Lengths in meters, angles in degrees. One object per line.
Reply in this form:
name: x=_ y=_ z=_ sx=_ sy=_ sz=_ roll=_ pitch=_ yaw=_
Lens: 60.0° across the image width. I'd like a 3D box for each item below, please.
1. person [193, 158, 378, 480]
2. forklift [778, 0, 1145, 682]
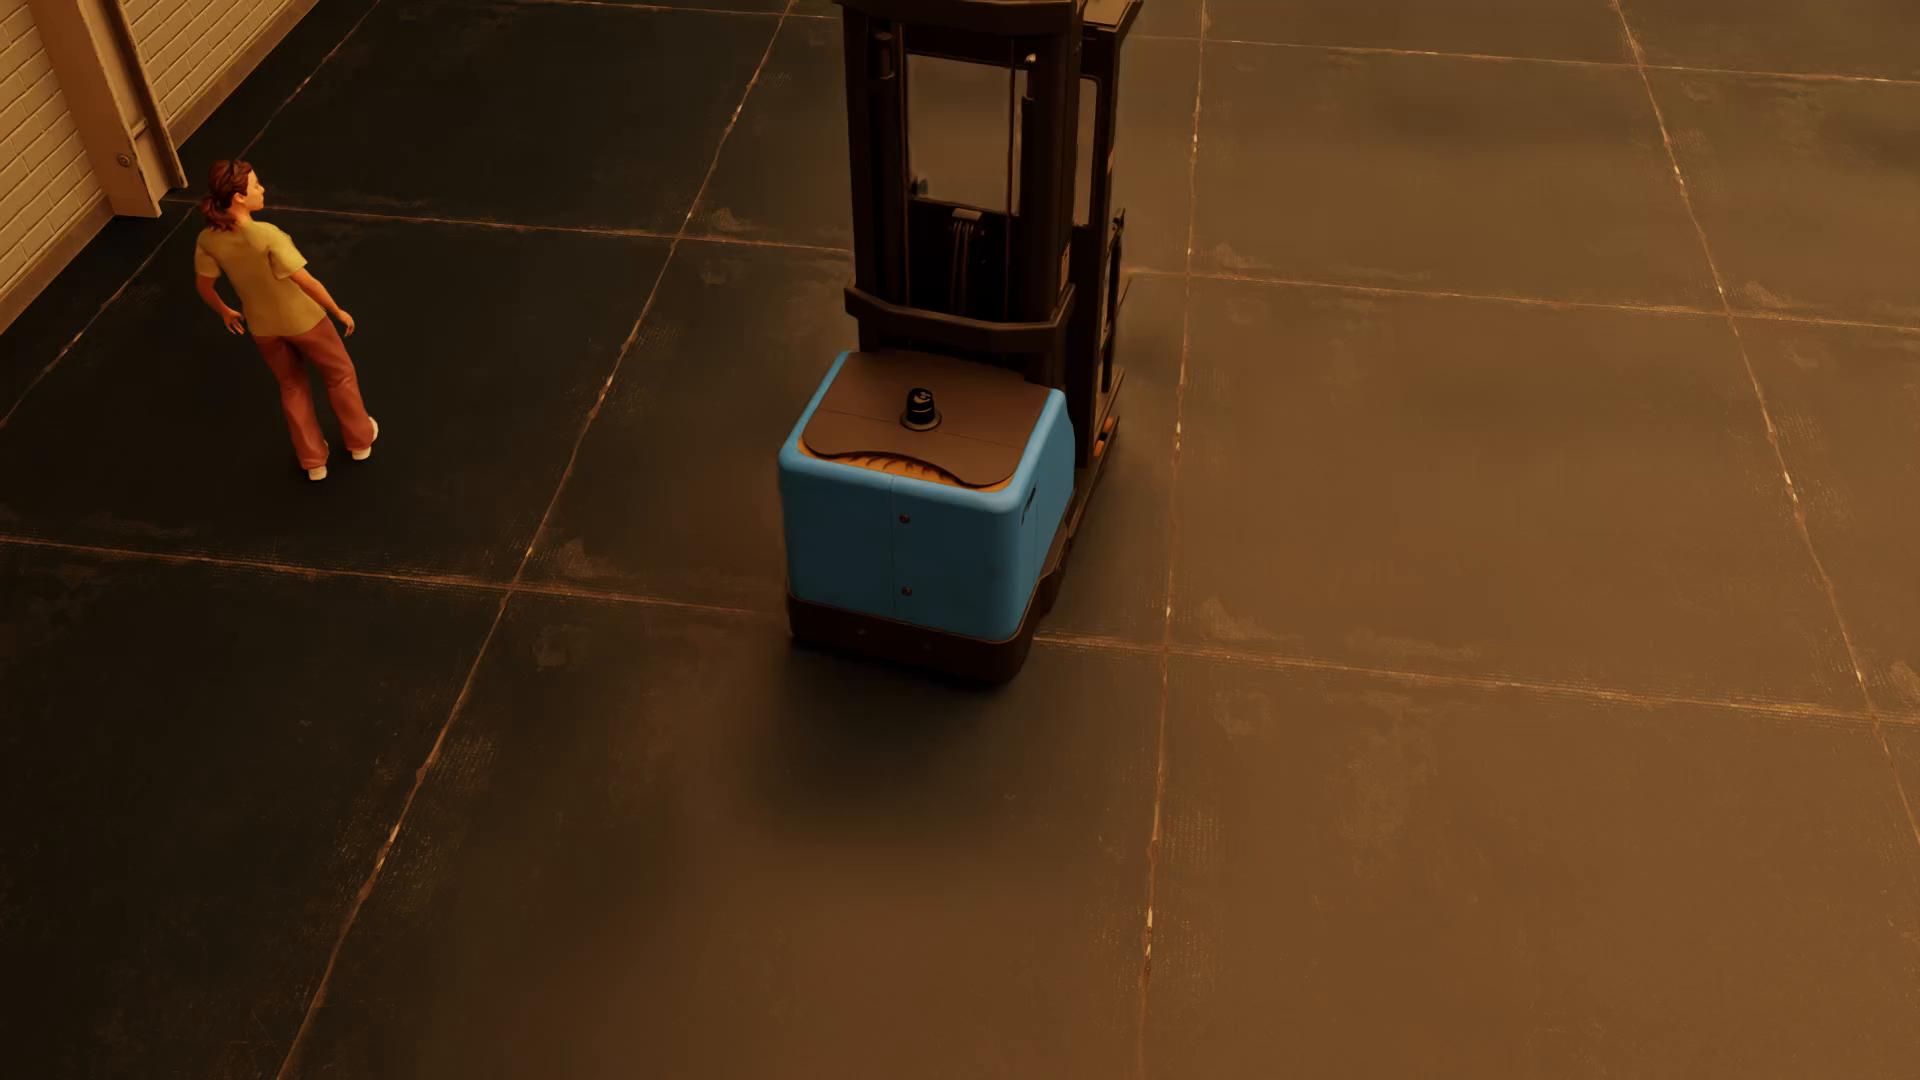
person: x=-3.145 y=-1.052 z=7.809 sx=0.651 sy=1.661 sz=0.468 roll=1 pitch=43 yaw=1
forklift: x=0.168 y=-1.482 z=7.338 sx=1.130 sy=2.935 sz=3.031 roll=12 pitch=44 yaw=13
